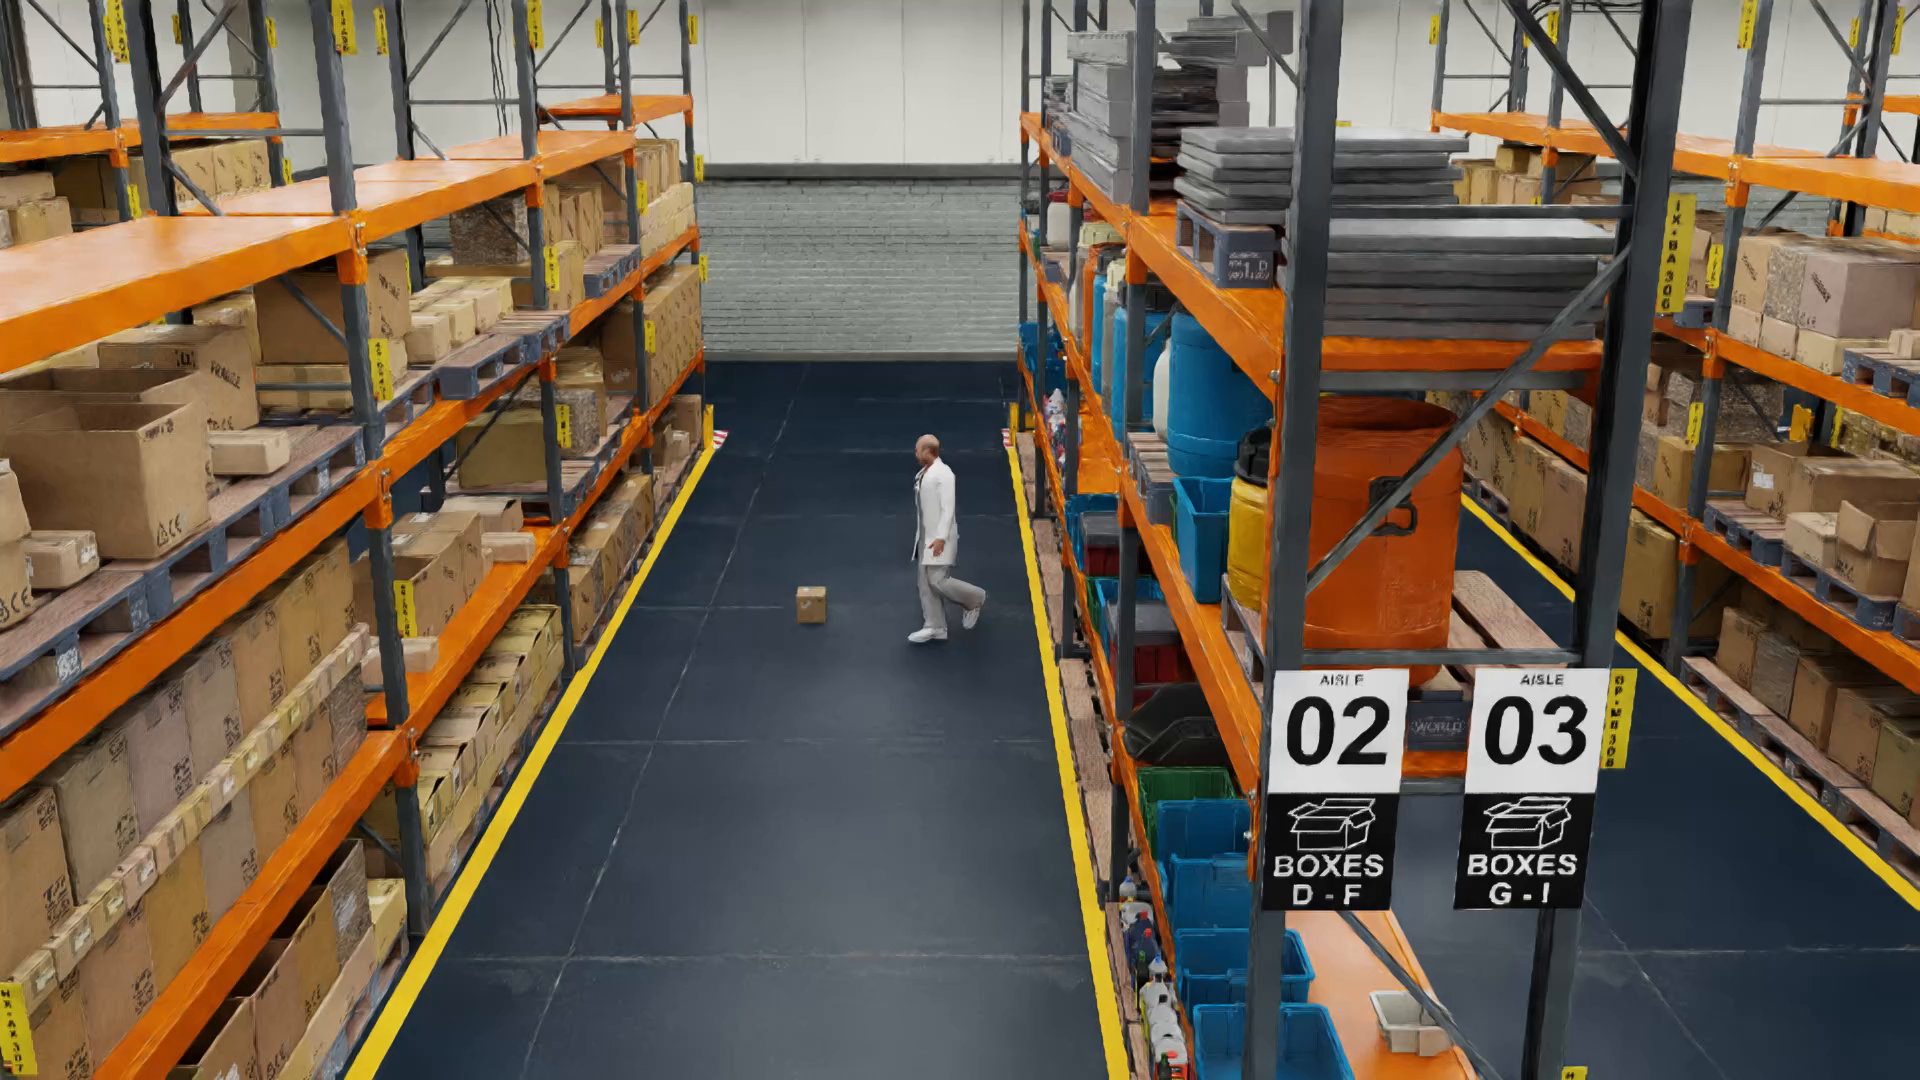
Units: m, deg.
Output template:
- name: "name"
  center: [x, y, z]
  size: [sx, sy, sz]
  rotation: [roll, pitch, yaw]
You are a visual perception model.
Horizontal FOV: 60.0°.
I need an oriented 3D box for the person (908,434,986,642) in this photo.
- name: "person"
  center: [-0.161, -0.030, 14.206]
  size: [0.733, 1.751, 0.623]
  rotation: [-9, 19, -26]
